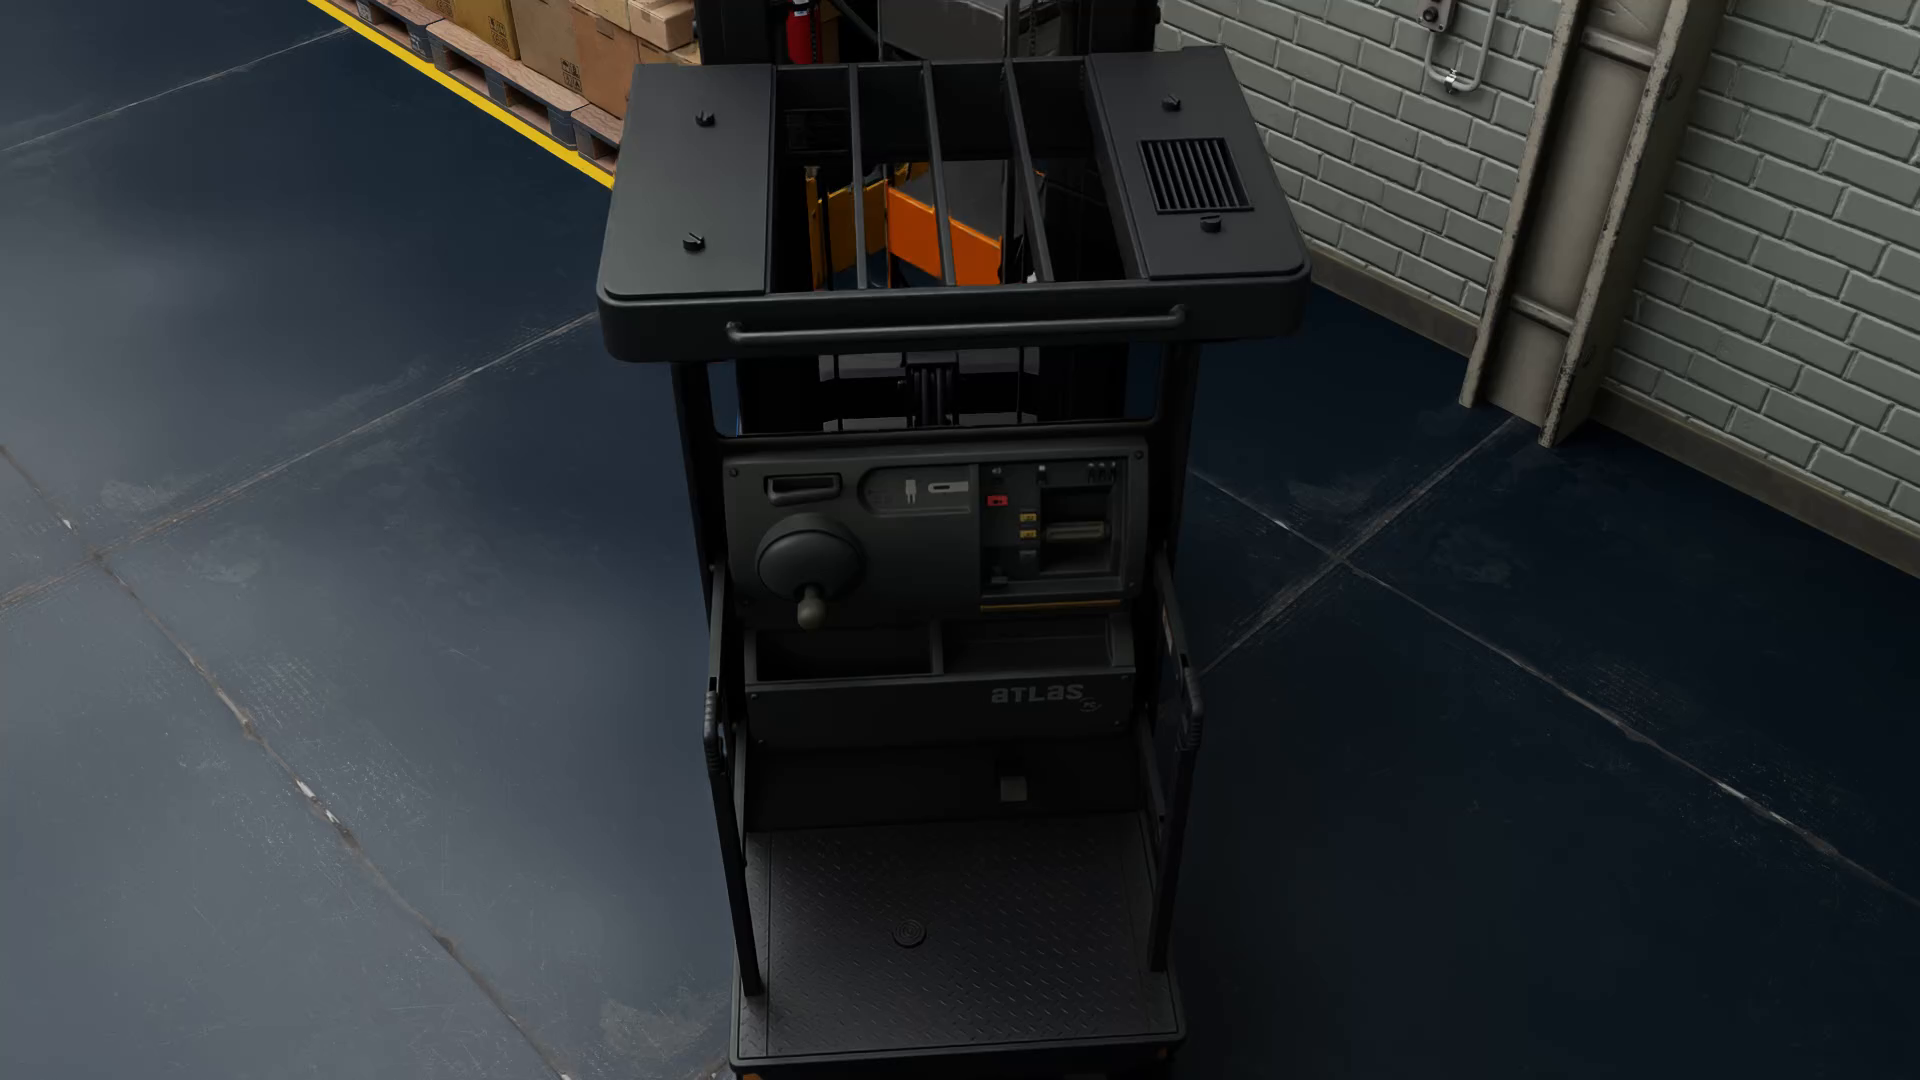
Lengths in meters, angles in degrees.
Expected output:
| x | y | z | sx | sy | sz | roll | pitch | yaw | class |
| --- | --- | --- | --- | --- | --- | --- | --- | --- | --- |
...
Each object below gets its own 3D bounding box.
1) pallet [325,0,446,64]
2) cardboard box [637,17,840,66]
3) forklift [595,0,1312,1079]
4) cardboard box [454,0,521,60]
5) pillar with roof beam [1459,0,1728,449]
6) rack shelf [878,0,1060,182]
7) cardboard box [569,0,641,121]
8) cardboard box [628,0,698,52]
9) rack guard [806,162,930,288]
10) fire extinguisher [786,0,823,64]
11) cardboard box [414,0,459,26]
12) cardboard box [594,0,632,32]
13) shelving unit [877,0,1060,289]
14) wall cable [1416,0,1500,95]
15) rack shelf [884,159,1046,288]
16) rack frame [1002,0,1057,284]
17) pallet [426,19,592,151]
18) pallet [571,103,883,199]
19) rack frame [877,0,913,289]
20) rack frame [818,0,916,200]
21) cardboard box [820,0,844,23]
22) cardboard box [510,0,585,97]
| x | y | z | sx | sy | sz | roll | pitch | yaw | class |
| --- | --- | --- | --- | --- | --- | --- | --- | --- | --- |
| -2.723 | -2.981 | 8.821 | 1.003 | 0.211 | 1.213 | -34 | 53 | -31 | pallet |
| -0.945 | -2.011 | 7.248 | 0.700 | 0.500 | 0.500 | -34 | 53 | -31 | cardboard box |
| -0.031 | 0.071 | 3.513 | 1.130 | 2.935 | 3.031 | -3 | 43 | -3 | forklift |
| -2.036 | -2.745 | 8.043 | 0.700 | 0.500 | 0.500 | -33 | 52 | -30 | cardboard box |
| -0.909 | -1.743 | 1.006 | 9.100 | 9.000 | 0.400 | -34 | 53 | -31 | pillar with roof beam |
| 0.087 | -1.405 | 4.712 | 0.480 | 0.518 | 0.431 | 33 | 52 | 30 | rack shelf |
| -1.299 | -2.251 | 7.508 | 0.500 | 0.500 | 0.700 | 34 | 53 | 31 | cardboard box |
| -1.165 | -2.223 | 7.000 | 0.250 | 0.149 | 0.380 | 34 | 52 | 31 | cardboard box |
| -0.363 | -1.557 | 7.066 | 1.175 | 0.500 | 0.348 | -34 | 53 | -31 | rack guard |
| -0.600 | -2.027 | 6.065 | 0.296 | 0.674 | 0.183 | -34 | 53 | -31 | fire extinguisher |
| -2.397 | -2.993 | 8.311 | 0.500 | 0.500 | 0.700 | 34 | 52 | 31 | cardboard box |
| -1.346 | -2.346 | 7.133 | 0.380 | 0.149 | 0.250 | -33 | 52 | -30 | cardboard box |
| 0.087 | -0.901 | 5.178 | 0.503 | 2.100 | 0.431 | 33 | 52 | 30 | shelving unit |
| 1.194 | -2.697 | 5.710 | 0.084 | 1.984 | 1.851 | -34 | 53 | -31 | wall cable |
| 0.087 | -0.891 | 5.188 | 0.480 | 0.518 | 0.431 | 33 | 52 | 30 | rack shelf |
| 0.264 | -0.787 | 5.055 | 0.015 | 2.100 | 0.400 | 33 | 52 | 30 | rack frame |
| -1.858 | -2.395 | 8.186 | 1.003 | 0.211 | 1.213 | -34 | 53 | -31 | pallet |
| -1.000 | -1.809 | 7.552 | 1.003 | 0.211 | 1.213 | -34 | 53 | -31 | pallet |
| -0.089 | -1.016 | 5.302 | 0.015 | 2.100 | 0.400 | 33 | 52 | 30 | rack frame |
| -0.380 | -2.486 | 6.230 | 1.000 | 3.000 | 0.127 | -34 | 53 | -31 | rack frame |
| -0.716 | -2.285 | 7.067 | 0.380 | 0.149 | 0.250 | -34 | 52 | -31 | cardboard box |
| -1.654 | -2.493 | 7.770 | 0.500 | 0.500 | 0.700 | 32 | 52 | 30 | cardboard box |
